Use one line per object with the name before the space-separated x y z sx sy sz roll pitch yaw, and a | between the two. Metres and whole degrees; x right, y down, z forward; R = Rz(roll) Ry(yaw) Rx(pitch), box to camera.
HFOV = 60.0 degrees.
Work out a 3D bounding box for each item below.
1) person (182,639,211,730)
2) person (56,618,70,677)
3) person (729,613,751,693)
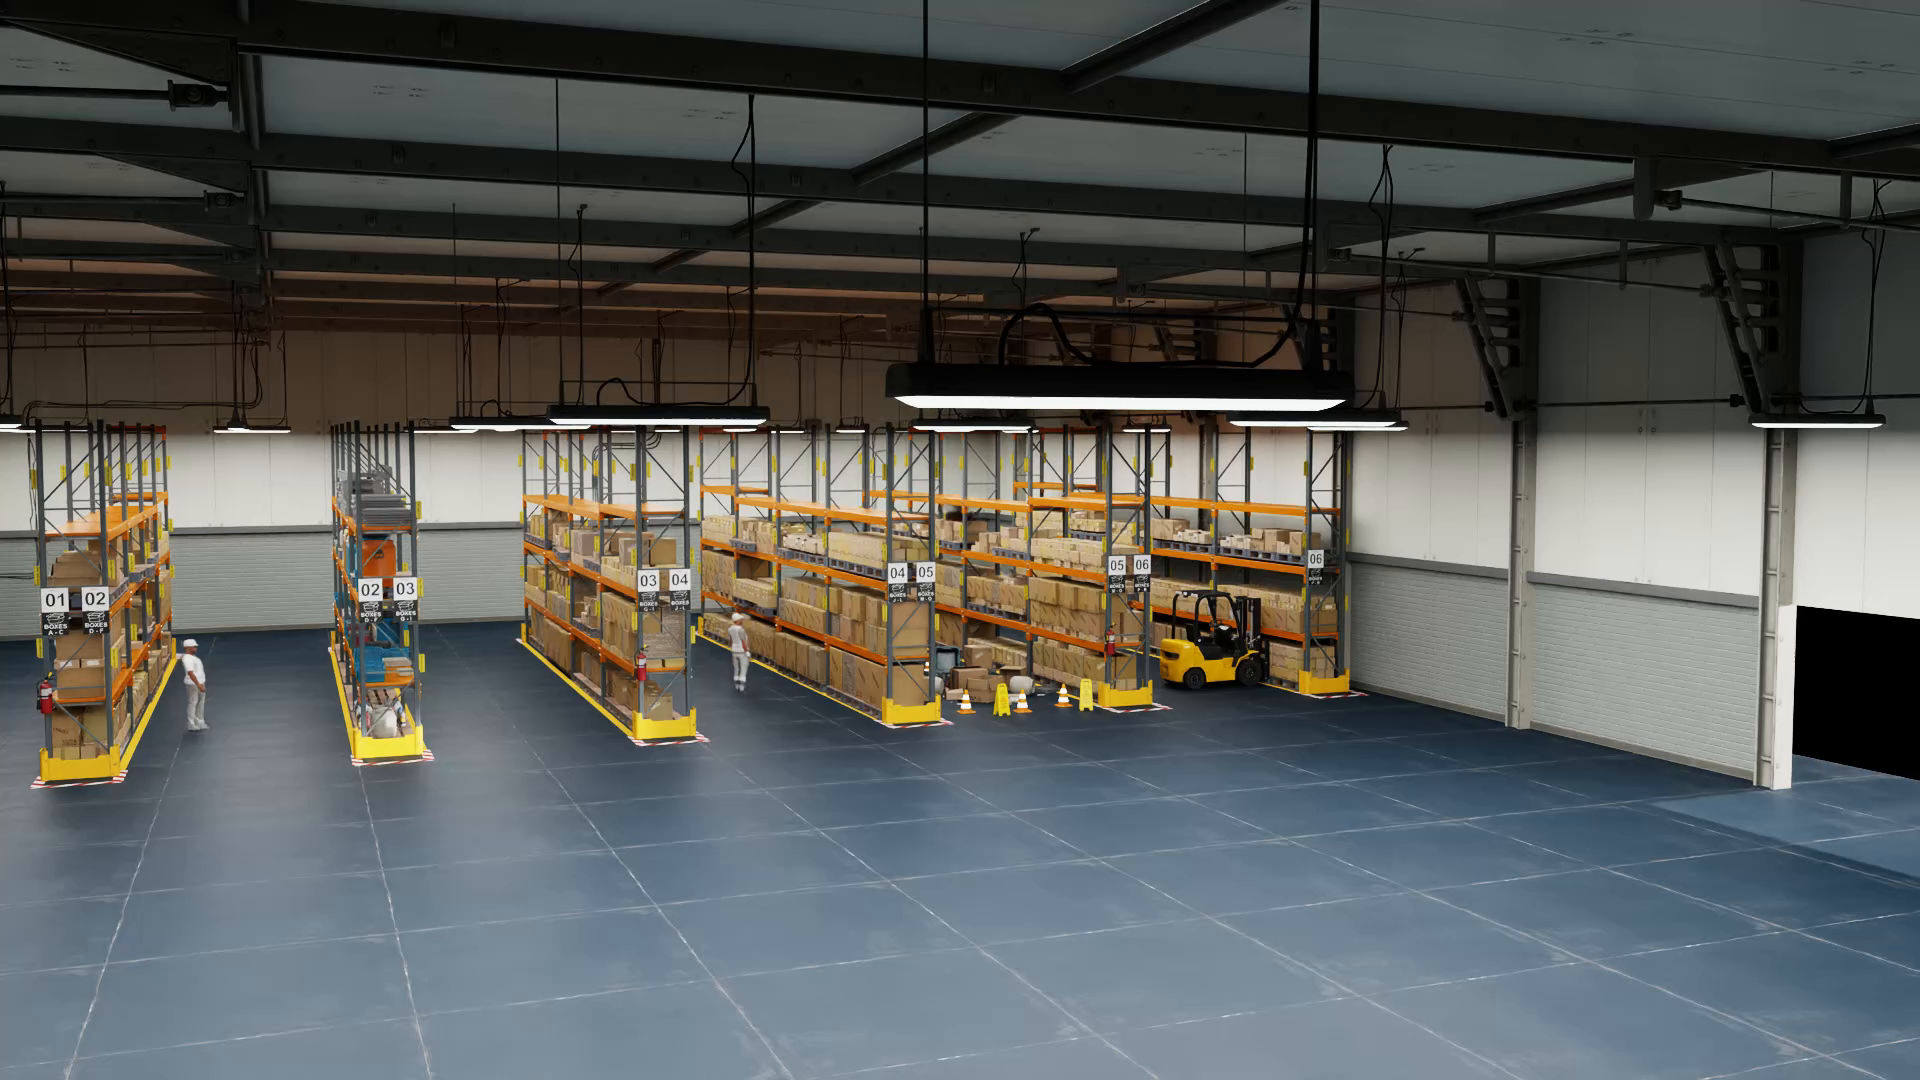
person | -14.868 2.825 32.392 0.594 1.801 0.641 0 4 7
person | -21.106 2.399 39.420 0.597 1.799 0.703 3 5 38
person | -4.868 2.516 37.202 0.573 1.785 0.582 2 4 33
